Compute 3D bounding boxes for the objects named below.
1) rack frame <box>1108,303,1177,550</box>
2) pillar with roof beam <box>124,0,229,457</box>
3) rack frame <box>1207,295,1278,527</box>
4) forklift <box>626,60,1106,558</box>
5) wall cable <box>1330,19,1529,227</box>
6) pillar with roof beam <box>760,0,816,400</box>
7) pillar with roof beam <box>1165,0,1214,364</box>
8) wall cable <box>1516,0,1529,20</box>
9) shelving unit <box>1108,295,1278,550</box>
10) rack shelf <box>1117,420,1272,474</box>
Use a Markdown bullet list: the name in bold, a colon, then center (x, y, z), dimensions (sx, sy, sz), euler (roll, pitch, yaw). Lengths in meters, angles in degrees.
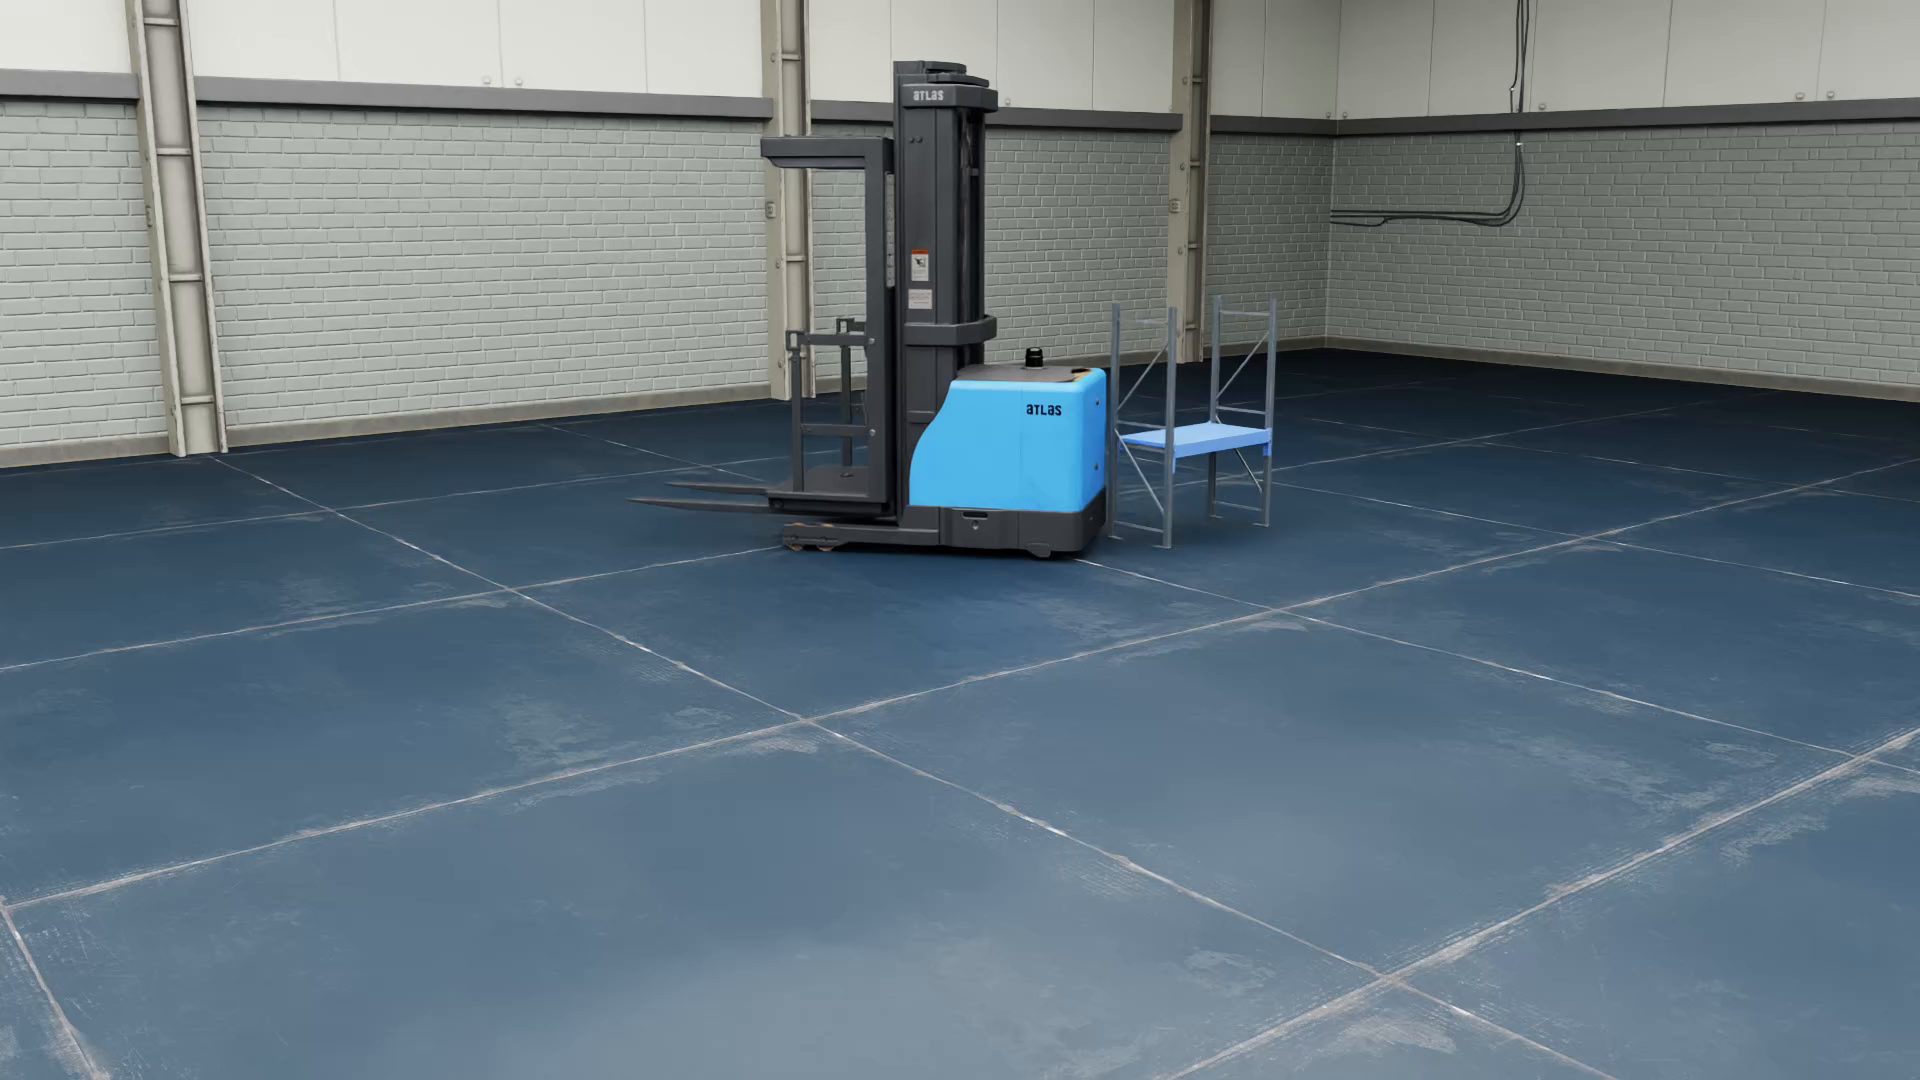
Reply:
- **rack frame**: center (1.133, -0.714, 10.378), dimensions (0.032, 1.500, 0.500), euler (-11, 16, -42)
- **pillar with roof beam**: center (-3.787, -4.452, 9.929), dimensions (0.400, 9.000, 9.100), euler (-9, 15, -38)
- **rack frame**: center (1.871, -0.859, 11.062), dimensions (0.032, 1.500, 0.500), euler (-11, 16, -42)
- **forklift**: center (-0.624, -1.470, 10.494), dimensions (3.031, 2.935, 1.130), euler (3, 12, 14)
- **wall cable**: center (6.020, -5.356, 21.663), dimensions (0.112, 2.526, 3.097), euler (-9, 15, -38)
- **pillar with roof beam**: center (0.898, -5.230, 13.595), dimensions (0.400, 9.000, 9.100), euler (-9, 15, -38)
- **pillar with roof beam**: center (5.583, -6.009, 17.262), dimensions (0.400, 9.000, 9.100), euler (-9, 15, -38)
- **wall cable**: center (7.710, -7.388, 19.072), dimensions (0.112, 2.526, 3.097), euler (-9, 15, -38)
- **shelving unit**: center (1.502, -0.786, 10.720), dimensions (1.048, 1.500, 0.538), euler (-11, 16, -42)
- **rack shelf**: center (1.502, -0.610, 10.757), dimensions (1.000, 0.185, 0.538), euler (-11, 16, -42)
